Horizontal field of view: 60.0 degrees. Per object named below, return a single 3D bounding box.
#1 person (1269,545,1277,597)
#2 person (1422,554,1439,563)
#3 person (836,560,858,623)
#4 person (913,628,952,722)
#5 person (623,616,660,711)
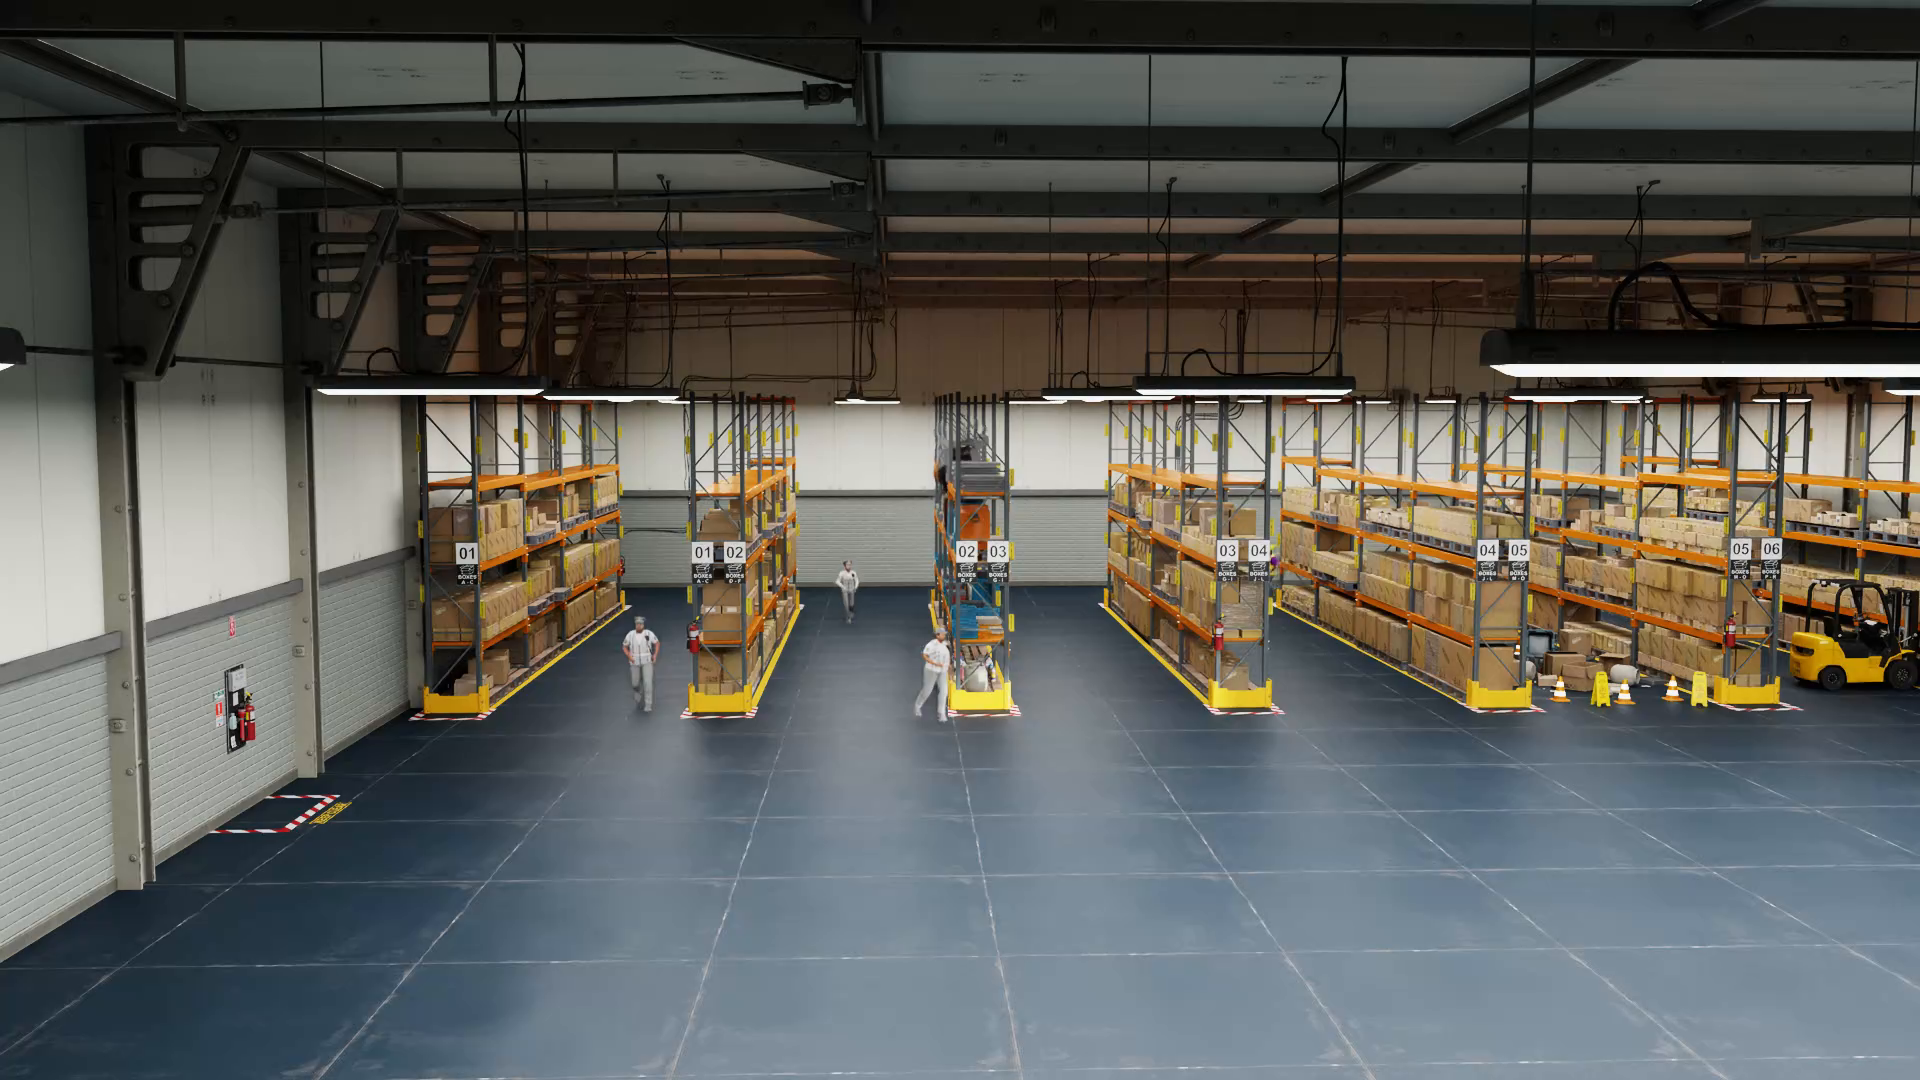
[{"bbox_3d":[9.181,0.964,49.052,0.612,1.666,0.752,-1,5,-7],"label":"person"},{"bbox_3d":[13.898,0.919,49.289,0.938,1.691,0.619,0,5,2],"label":"person"},{"bbox_3d":[-2.980,1.369,44.127,0.609,1.670,0.562,-1,5,-11],"label":"person"},{"bbox_3d":[-0.406,2.452,30.579,0.679,1.674,0.828,-3,6,-35],"label":"person"},{"bbox_3d":[-6.061,2.332,31.624,0.702,1.798,0.794,0,5,-6],"label":"person"}]
